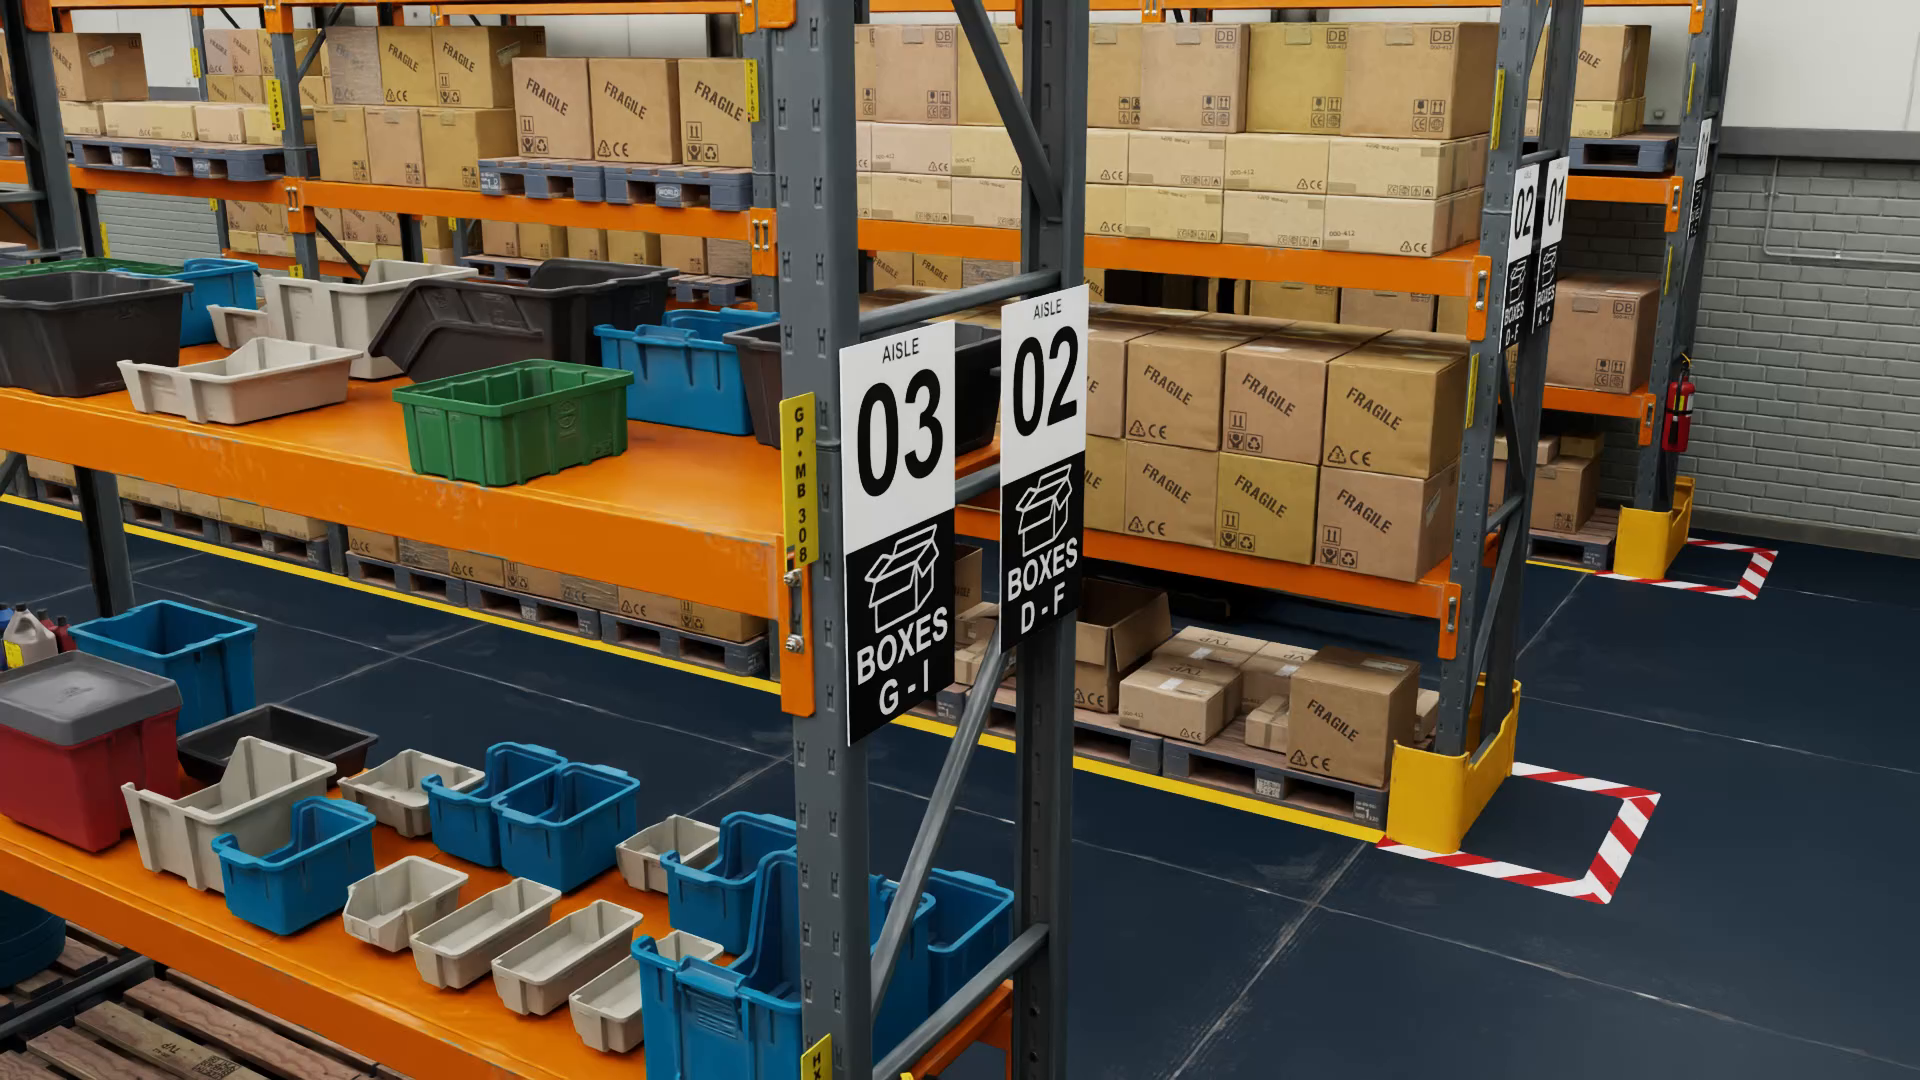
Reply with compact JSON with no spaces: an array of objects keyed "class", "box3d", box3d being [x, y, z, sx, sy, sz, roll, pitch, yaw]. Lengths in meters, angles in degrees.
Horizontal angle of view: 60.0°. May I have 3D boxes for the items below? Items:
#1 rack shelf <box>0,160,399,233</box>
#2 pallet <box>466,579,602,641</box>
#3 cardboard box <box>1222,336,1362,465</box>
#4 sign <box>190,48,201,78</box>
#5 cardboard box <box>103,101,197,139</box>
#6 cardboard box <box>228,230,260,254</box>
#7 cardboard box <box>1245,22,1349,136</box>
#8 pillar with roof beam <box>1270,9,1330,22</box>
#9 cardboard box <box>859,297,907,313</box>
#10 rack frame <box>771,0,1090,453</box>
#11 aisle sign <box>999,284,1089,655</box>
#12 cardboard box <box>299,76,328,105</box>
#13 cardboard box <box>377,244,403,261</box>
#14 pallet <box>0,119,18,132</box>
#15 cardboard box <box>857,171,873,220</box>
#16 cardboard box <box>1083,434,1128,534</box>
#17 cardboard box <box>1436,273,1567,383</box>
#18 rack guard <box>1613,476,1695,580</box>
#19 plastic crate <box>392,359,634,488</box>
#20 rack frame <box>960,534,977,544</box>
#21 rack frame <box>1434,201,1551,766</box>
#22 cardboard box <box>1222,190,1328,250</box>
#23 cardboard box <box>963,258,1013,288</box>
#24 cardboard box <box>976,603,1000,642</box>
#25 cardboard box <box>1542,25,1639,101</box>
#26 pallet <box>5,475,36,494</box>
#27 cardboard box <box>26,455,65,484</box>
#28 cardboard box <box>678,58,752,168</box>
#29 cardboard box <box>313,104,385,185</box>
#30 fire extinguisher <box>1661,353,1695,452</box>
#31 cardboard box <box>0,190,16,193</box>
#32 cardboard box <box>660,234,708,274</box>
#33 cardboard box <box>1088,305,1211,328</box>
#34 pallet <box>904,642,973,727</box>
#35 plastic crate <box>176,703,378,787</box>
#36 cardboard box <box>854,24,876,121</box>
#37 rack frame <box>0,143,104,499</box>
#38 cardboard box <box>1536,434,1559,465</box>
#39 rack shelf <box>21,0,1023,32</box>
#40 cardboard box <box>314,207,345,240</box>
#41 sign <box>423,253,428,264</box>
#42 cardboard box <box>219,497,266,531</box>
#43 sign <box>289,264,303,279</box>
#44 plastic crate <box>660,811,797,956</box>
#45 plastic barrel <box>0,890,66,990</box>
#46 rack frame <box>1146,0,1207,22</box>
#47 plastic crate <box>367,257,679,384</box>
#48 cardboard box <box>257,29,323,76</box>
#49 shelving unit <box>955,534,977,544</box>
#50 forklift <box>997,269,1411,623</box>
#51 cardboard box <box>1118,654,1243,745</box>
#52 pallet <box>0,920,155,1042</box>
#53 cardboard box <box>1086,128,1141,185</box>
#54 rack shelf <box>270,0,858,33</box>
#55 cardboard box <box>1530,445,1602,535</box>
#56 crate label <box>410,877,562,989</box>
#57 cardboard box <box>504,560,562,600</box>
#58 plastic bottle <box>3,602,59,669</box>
[{"class":"rack shelf","box3d":[-5.949,-2.699,12.681,4.000,0.370,1.077,10,20,30]},{"class":"pallet","box3d":[-2.593,0.340,11.400,1.213,0.211,1.003,10,20,30]},{"class":"cardboard box","box3d":[1.618,-0.689,8.096,0.500,0.500,0.500,11,20,32]},{"class":"sign","box3d":[-8.757,-5.467,19.052,0.005,0.325,0.100,10,20,30]},{"class":"cardboard box","box3d":[-6.056,-3.170,12.531,0.500,0.250,0.500,8,19,25]},{"class":"cardboard box","box3d":[-8.223,-3.533,19.573,0.500,0.250,0.500,9,19,28]},{"class":"cardboard box","box3d":[1.744,-2.219,7.972,0.500,0.500,0.700,10,20,30]},{"class":"pillar with roof beam","box3d":[0.549,-3.834,10.022,0.400,9.000,9.100,10,20,30]},{"class":"cardboard box","box3d":[-0.582,-1.080,9.383,0.500,0.500,0.500,11,20,31]},{"class":"rack frame","box3d":[-0.024,-1.731,3.096,0.127,3.000,1.000,10,20,30]},{"class":"aisle sign","box3d":[0.193,-0.167,3.797,0.004,0.787,0.394,10,20,30]},{"class":"cardboard box","box3d":[-6.968,-4.883,18.427,0.500,0.500,0.500,12,20,33]},{"class":"cardboard box","box3d":[-6.047,-3.152,18.320,0.500,0.250,0.500,10,20,30]},{"class":"pallet","box3d":[-8.394,-3.428,13.997,1.213,0.211,1.003,10,20,30]},{"class":"cardboard box","box3d":[-0.552,-1.923,9.149,0.500,0.250,0.500,10,20,30]},{"class":"cardboard box","box3d":[0.752,-0.367,8.757,0.500,0.500,0.500,10,19,29]},{"class":"cardboard box","box3d":[4.095,-1.640,12.605,0.700,0.700,0.980,10,20,30]},{"class":"rack guard","box3d":[5.182,-0.114,12.397,0.348,0.500,1.175,10,20,30]},{"class":"plastic crate","box3d":[-1.014,-0.273,3.824,0.336,0.188,0.450,10,20,30]},{"class":"rack frame","box3d":[0.066,-0.562,12.668,0.006,1.200,0.240,10,20,30]},{"class":"rack frame","box3d":[2.572,-0.086,8.005,0.127,3.000,1.000,10,20,30]},{"class":"cardboard box","box3d":[1.576,-1.542,7.892,0.500,0.250,0.500,10,20,30]},{"class":"cardboard box","box3d":[0.364,-2.284,14.520,0.500,0.500,0.500,10,20,30]},{"class":"cardboard box","box3d":[0.436,0.512,9.905,0.500,0.311,0.500,10,20,30]},{"class":"cardboard box","box3d":[4.395,-3.329,11.591,0.500,0.500,0.500,10,20,30]},{"class":"pallet","box3d":[-8.309,-0.709,14.852,1.213,0.211,1.003,10,20,30]},{"class":"cardboard box","box3d":[-7.440,-0.674,13.949,0.500,0.250,0.500,10,19,29]},{"class":"cardboard box","box3d":[-1.227,-2.522,9.794,0.600,0.600,0.600,8,19,25]},{"class":"cardboard box","box3d":[-3.856,-2.728,11.370,0.500,0.500,0.910,10,20,30]},{"class":"fire extinguisher","box3d":[5.048,-0.961,11.659,0.183,0.674,0.296,10,20,30]},{"class":"cardboard box","box3d":[-8.466,-2.723,14.280,0.500,0.500,0.700,10,20,30]},{"class":"cardboard box","box3d":[-2.552,-2.936,16.458,0.500,0.500,0.700,8,19,25]},{"class":"cardboard box","box3d":[1.025,-0.978,9.046,0.500,0.500,0.500,10,20,30]},{"class":"pallet","box3d":[-0.252,0.744,10.069,1.213,0.211,1.003,10,20,30]},{"class":"plastic crate","box3d":[-2.338,0.738,5.661,0.590,0.125,0.437,10,20,30]},{"class":"cardboard box","box3d":[-0.402,-2.592,9.200,0.500,0.500,0.700,10,20,30]},{"class":"rack frame","box3d":[-7.654,-1.912,14.014,0.127,3.000,1.000,10,20,30]},{"class":"cardboard box","box3d":[4.307,-0.685,12.438,0.250,0.149,0.380,10,19,29]},{"class":"rack shelf","box3d":[-1.728,-1.499,4.260,4.000,0.370,1.077,10,20,30]},{"class":"cardboard box","box3d":[-6.924,-3.664,18.715,0.500,0.500,0.500,11,20,32]},{"class":"sign","box3d":[-3.969,-1.955,12.301,0.005,0.325,0.100,10,20,30]},{"class":"cardboard box","box3d":[-5.262,-0.286,12.669,0.500,0.250,0.500,10,19,29]},{"class":"sign","box3d":[-4.533,-1.719,11.389,0.005,0.325,0.100,10,20,30]},{"class":"plastic crate","box3d":[-0.623,0.972,4.706,0.300,0.233,0.416,10,20,30]},{"class":"plastic barrel","box3d":[-3.887,1.247,6.501,0.708,0.901,0.600,10,20,30]},{"class":"rack frame","box3d":[1.753,-4.793,13.177,0.127,3.000,1.000,10,20,30]},{"class":"plastic crate","box3d":[-1.182,-0.566,4.530,0.767,0.338,0.504,10,20,30]},{"class":"cardboard box","box3d":[-7.428,-5.436,18.528,0.500,0.500,0.500,11,20,32]},{"class":"shelving unit","box3d":[-0.012,-0.576,12.714,0.189,1.200,0.258,10,20,30]},{"class":"forklift","box3d":[1.772,-1.027,11.219,3.031,2.935,1.130,11,20,33]},{"class":"cardboard box","box3d":[1.186,0.845,8.912,0.500,0.250,0.500,10,20,30]},{"class":"pallet","box3d":[-4.068,1.738,6.797,1.213,0.211,1.003,10,20,30]},{"class":"cardboard box","box3d":[0.721,-1.932,8.316,0.500,0.250,0.500,10,20,30]},{"class":"rack shelf","box3d":[-2.541,-3.334,10.300,4.000,0.370,1.077,10,20,30]},{"class":"cardboard box","box3d":[4.512,-0.401,12.617,0.500,0.500,0.700,10,20,30]},{"class":"crate label","box3d":[-1.303,1.074,4.535,0.243,0.136,0.396,10,20,30]},{"class":"cardboard box","box3d":[-2.686,0.056,11.079,0.500,0.500,0.500,9,19,28]},{"class":"plastic bottle","box3d":[-3.597,0.415,6.439,0.185,0.351,0.144,10,20,30]}]
